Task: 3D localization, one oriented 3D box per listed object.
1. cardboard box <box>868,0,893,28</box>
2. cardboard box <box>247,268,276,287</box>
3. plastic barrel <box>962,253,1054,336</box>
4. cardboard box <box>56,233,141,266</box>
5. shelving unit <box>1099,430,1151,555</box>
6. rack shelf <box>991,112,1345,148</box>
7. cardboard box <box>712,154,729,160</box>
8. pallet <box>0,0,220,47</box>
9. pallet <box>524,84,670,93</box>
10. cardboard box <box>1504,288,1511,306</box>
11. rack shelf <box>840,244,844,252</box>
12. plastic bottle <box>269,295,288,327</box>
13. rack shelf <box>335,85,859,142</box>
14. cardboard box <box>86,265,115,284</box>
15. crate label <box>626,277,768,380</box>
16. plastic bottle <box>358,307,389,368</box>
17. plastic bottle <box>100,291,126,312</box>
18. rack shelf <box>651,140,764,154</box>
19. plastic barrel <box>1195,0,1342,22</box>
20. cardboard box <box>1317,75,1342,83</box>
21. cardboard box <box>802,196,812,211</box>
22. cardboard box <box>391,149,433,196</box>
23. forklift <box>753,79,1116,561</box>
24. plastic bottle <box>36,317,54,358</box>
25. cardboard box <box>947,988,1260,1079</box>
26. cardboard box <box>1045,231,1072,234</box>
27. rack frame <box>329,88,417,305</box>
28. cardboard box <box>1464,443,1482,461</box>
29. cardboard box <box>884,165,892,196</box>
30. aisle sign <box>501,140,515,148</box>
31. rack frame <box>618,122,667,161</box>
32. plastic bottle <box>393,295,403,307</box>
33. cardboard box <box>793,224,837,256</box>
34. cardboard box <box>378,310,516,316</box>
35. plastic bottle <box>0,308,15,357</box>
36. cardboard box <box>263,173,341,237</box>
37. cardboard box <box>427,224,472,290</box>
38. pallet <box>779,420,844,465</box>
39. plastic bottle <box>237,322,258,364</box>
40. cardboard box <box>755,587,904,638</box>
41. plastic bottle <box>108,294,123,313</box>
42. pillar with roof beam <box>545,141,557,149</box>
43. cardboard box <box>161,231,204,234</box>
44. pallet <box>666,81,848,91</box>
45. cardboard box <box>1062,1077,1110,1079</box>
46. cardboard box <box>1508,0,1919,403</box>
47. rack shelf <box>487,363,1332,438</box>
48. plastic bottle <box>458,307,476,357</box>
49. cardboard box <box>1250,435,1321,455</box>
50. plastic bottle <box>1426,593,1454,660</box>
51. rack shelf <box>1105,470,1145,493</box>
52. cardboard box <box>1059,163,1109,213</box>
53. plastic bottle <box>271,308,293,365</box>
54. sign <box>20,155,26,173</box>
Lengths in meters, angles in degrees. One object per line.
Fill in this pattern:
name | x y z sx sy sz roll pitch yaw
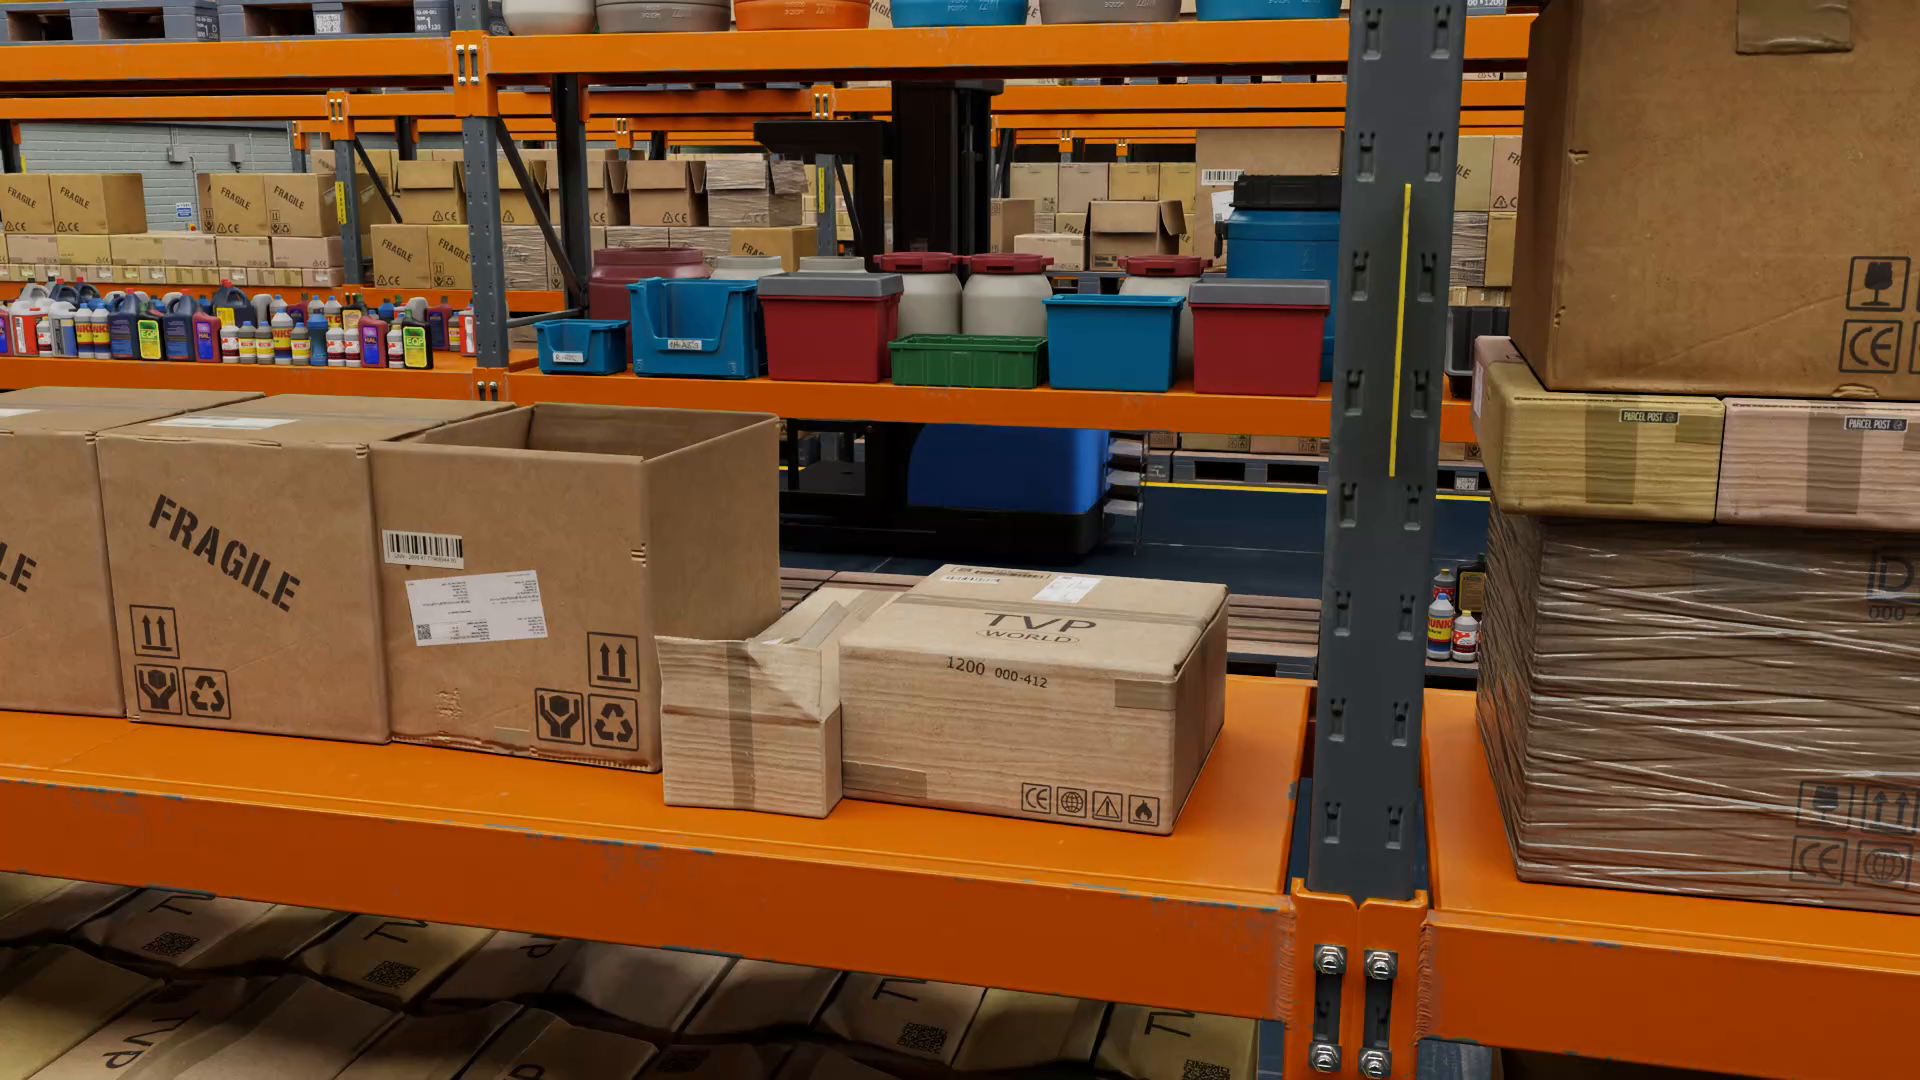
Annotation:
cardboard box | -0.490 -3.796 12.109 0.500 0.500 0.500 3 13 14
cardboard box | -5.642 -2.176 13.696 0.250 0.149 0.380 3 13 13
plastic barrel | 0.223 -1.068 7.811 0.433 0.535 0.433 0 13 0
cardboard box | -7.257 -2.470 14.103 0.500 0.250 0.500 3 13 12
shelving unit | 0.987 -0.383 9.854 0.210 0.900 0.258 7 14 14
rack shelf | 2.343 -4.165 16.815 4.000 0.370 1.077 3 13 14
cardboard box | -3.239 -5.263 22.994 0.250 0.149 0.380 3 13 14
pallet | -4.069 -2.577 8.436 1.213 0.211 1.003 3 13 14
pallet | -2.609 -3.569 12.907 1.213 0.211 1.003 4 13 16
cardboard box | 3.869 -1.679 11.456 0.250 0.149 0.380 3 13 14
rack shelf | -0.452 -3.954 22.791 4.000 0.370 1.077 3 13 14
plastic bottle | -3.642 -1.175 8.902 0.097 0.271 0.097 0 13 0
rack shelf | -2.827 -3.334 13.073 4.000 0.370 1.077 3 13 14
cardboard box | -7.137 -2.256 14.056 0.250 0.149 0.380 3 13 13
crate label | -1.172 -0.985 7.665 0.616 0.435 0.502 3 13 14
plastic bottle | -2.791 -0.962 7.915 0.133 0.283 0.061 3 13 14
plastic bottle | -4.651 -1.225 9.118 0.135 0.276 0.152 3 13 14
rack shelf | -3.150 -6.670 28.107 4.000 0.370 1.077 3 13 14
plastic barrel | 1.266 -2.558 6.756 0.708 0.901 0.600 3 13 14
cardboard box | 3.561 -4.596 16.243 0.500 0.250 0.500 3 13 14
cardboard box | -1.692 -3.538 17.493 0.250 0.149 0.380 3 13 15
cardboard box | -6.002 -4.117 18.638 0.500 0.500 0.500 3 13 12
forklift | -0.603 -1.468 10.084 3.031 2.935 1.130 4 13 16
plastic bottle | -4.592 -1.023 8.376 0.097 0.201 0.097 0 13 0
cardboard box | 0.280 0.963 3.052 0.500 0.311 0.500 3 13 14
cardboard box | 0.799 -2.227 12.687 0.258 0.266 0.396 3 13 12
rack frame | -4.768 -2.325 13.788 0.127 3.000 1.000 3 13 14
cardboard box | 3.935 -0.837 11.884 0.500 0.500 0.500 8 15 31
cardboard box | -1.049 -4.815 22.474 0.500 0.500 0.500 3 13 12
aisle sign | -6.417 -5.828 23.577 0.004 0.787 0.394 3 13 14
rack frame | -3.482 -3.363 18.465 0.127 3.000 1.000 3 13 14
plastic bottle | -2.983 -1.150 8.761 0.133 0.283 0.061 3 13 14
cardboard box | -1.292 -2.249 13.213 0.500 0.500 0.500 3 13 15
cardboard box | -4.142 -1.464 13.842 0.875 0.875 1.225 3 13 14
plastic bottle | -4.839 -1.072 8.408 0.133 0.283 0.061 3 13 14
cardboard box | -5.279 -2.731 13.545 0.500 0.500 0.500 3 13 15
cardboard box | -3.893 -2.271 13.316 0.500 0.500 0.500 3 13 14
pallet | -1.632 -0.813 13.410 1.213 0.211 1.003 3 13 14
plastic bottle | -3.465 -0.962 8.104 0.097 0.201 0.097 0 13 0
cardboard box | -0.190 0.207 2.956 0.250 0.149 0.380 3 13 14
plastic bottle | -4.532 -1.189 8.964 0.097 0.271 0.097 0 13 0
pillar with roof beam | -8.525 -8.013 25.577 0.400 9.000 9.100 3 13 14
cardboard box | -6.625 -2.556 14.490 0.500 0.250 0.500 3 13 14
pallet | -1.523 -3.512 12.648 1.003 0.211 1.213 4 13 16
cardboard box | 0.160 1.076 2.543 0.500 0.311 0.500 3 13 14
cardboard box | 1.054 -0.487 2.279 0.500 0.500 0.700 3 13 14
rack shelf | -0.130 -0.621 7.768 4.000 0.370 1.077 3 13 14
plastic bottle | -2.451 -1.074 8.435 0.135 0.276 0.152 3 13 14
cardboard box | 2.408 -0.941 12.304 0.500 0.500 0.700 2 13 9
plastic bottle | 2.016 0.358 6.980 0.097 0.271 0.097 0 13 0
rack shelf | 0.985 -0.350 9.862 0.200 0.077 0.258 7 14 14
cardboard box | 1.326 -3.641 17.179 0.500 0.500 0.700 3 13 13
plastic bottle | -3.276 -0.986 8.051 0.097 0.271 0.097 0 13 0
sign | -8.508 -3.327 15.083 0.005 0.325 0.100 3 13 14
